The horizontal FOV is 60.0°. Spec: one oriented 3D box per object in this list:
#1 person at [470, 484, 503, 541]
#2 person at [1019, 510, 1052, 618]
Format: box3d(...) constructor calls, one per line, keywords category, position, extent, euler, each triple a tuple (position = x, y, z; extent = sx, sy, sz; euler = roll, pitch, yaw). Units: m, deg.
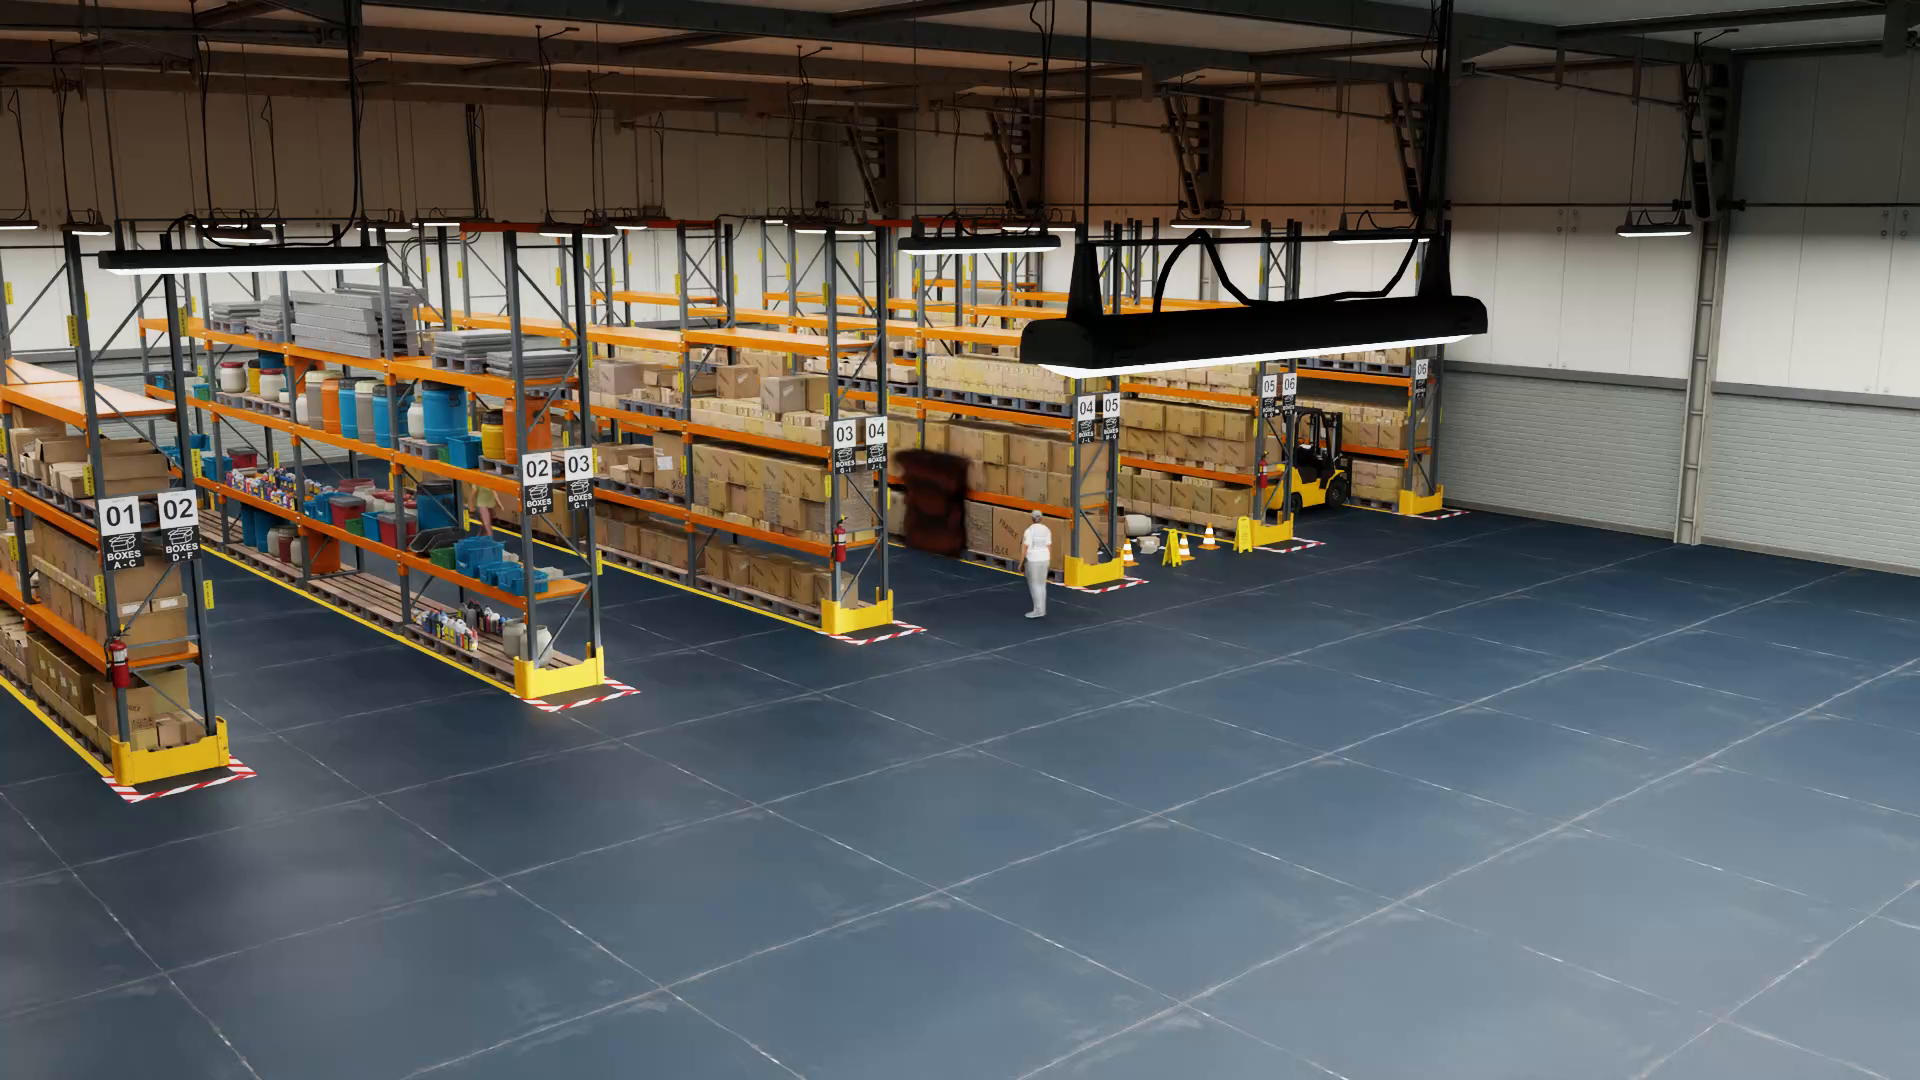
box3d(category="person", position=(-8.770, -0.628, 30.802), extent=(0.579, 1.616, 1.039), euler=(-10, 15, -41))
box3d(category="person", position=(1.160, 0.372, 25.867), extent=(0.552, 1.690, 0.448), euler=(-8, 14, -36))
